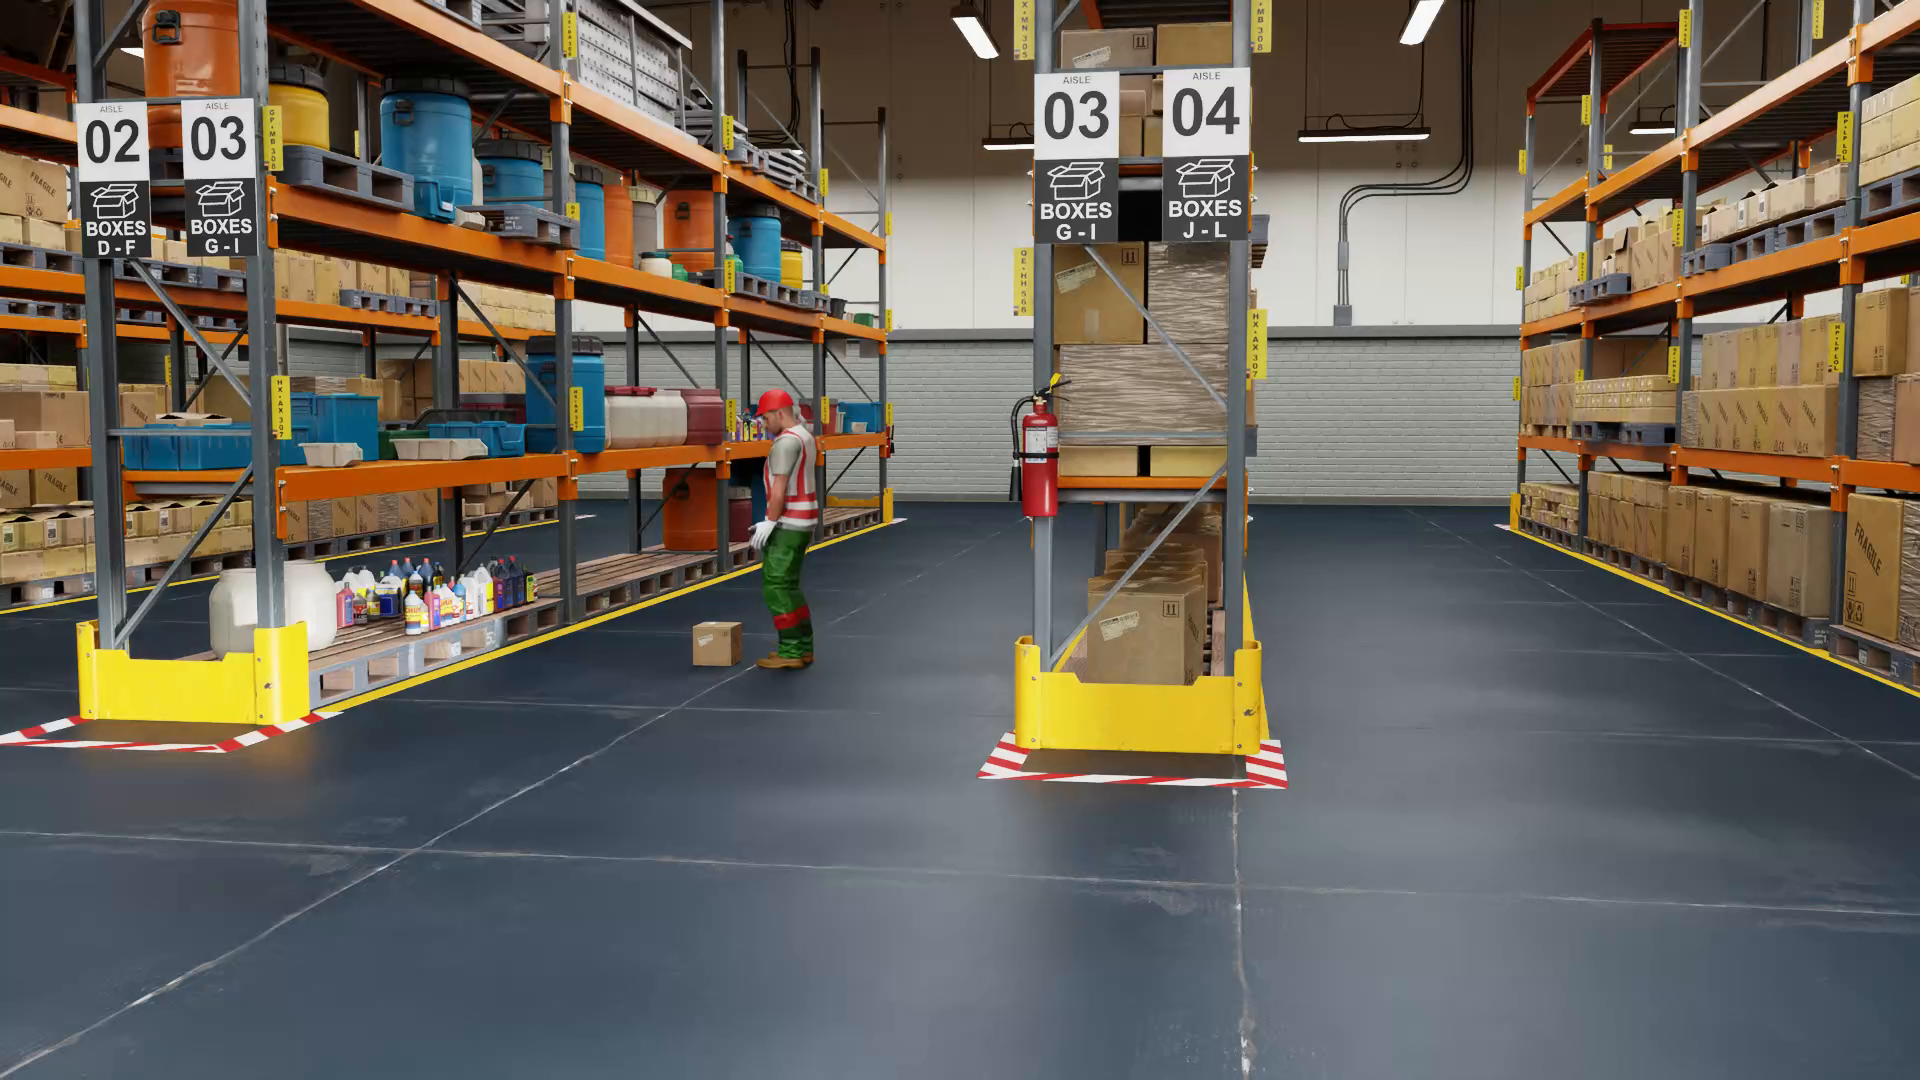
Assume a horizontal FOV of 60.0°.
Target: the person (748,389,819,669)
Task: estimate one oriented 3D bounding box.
[{"bbox_3d":[-1.118,-0.075,10.585,0.400,1.765,0.535,1,4,10],"label":"person"}]
